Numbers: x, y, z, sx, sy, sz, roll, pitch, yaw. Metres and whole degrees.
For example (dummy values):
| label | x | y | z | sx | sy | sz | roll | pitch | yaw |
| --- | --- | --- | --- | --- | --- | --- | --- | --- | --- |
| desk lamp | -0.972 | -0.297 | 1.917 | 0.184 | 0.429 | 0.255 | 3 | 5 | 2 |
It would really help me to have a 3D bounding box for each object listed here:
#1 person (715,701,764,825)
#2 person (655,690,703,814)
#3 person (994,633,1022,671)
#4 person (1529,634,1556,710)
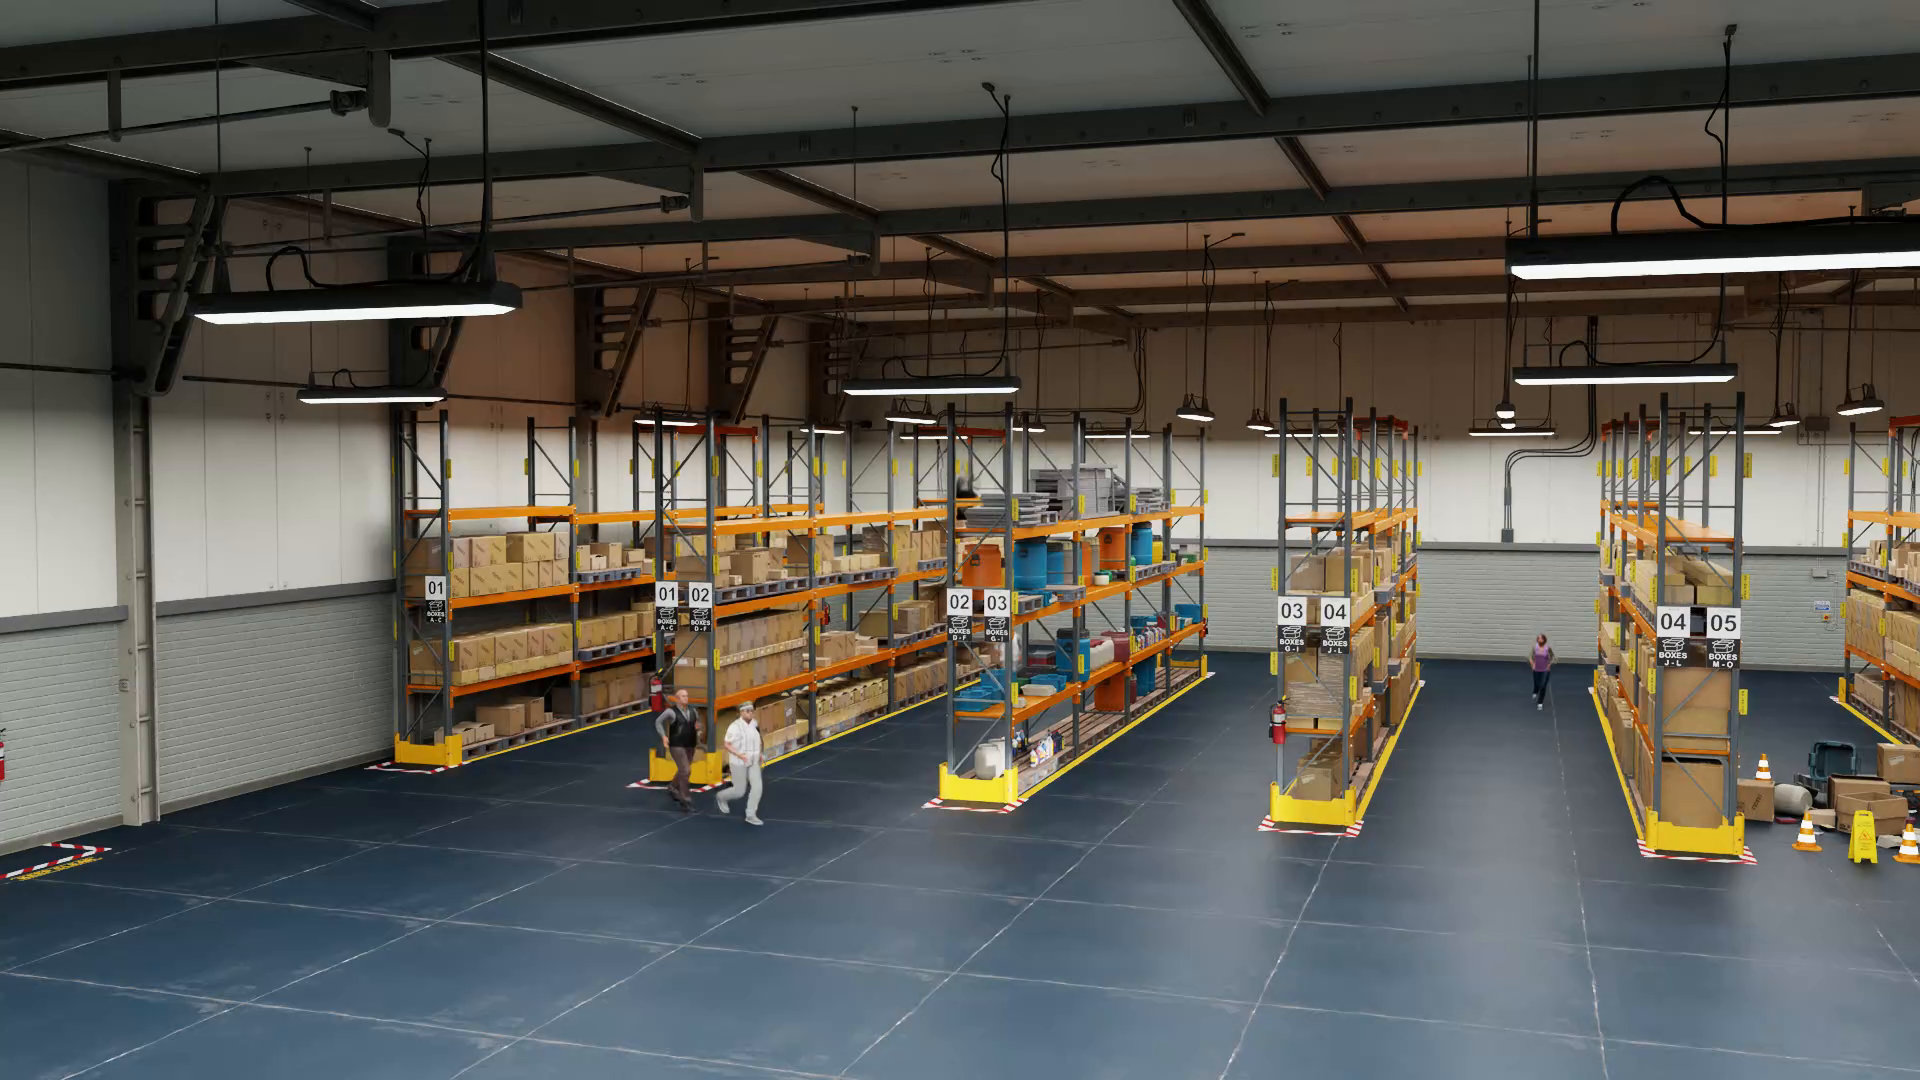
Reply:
| label | x | y | z | sx | sy | sz | roll | pitch | yaw |
| --- | --- | --- | --- | --- | --- | --- | --- | --- | --- |
| person | -3.092 | 3.125 | 23.534 | 0.831 | 1.752 | 0.656 | 2 | 3 | 42 |
| person | -4.090 | 3.085 | 24.456 | 0.806 | 1.771 | 0.632 | 2 | 3 | 42 |
| person | 1.040 | 2.582 | 35.546 | 0.658 | 1.751 | 0.639 | 1 | 3 | 12 |
| person | 12.174 | 2.749 | 34.774 | 0.535 | 1.563 | 0.590 | 1 | 3 | 22 |
